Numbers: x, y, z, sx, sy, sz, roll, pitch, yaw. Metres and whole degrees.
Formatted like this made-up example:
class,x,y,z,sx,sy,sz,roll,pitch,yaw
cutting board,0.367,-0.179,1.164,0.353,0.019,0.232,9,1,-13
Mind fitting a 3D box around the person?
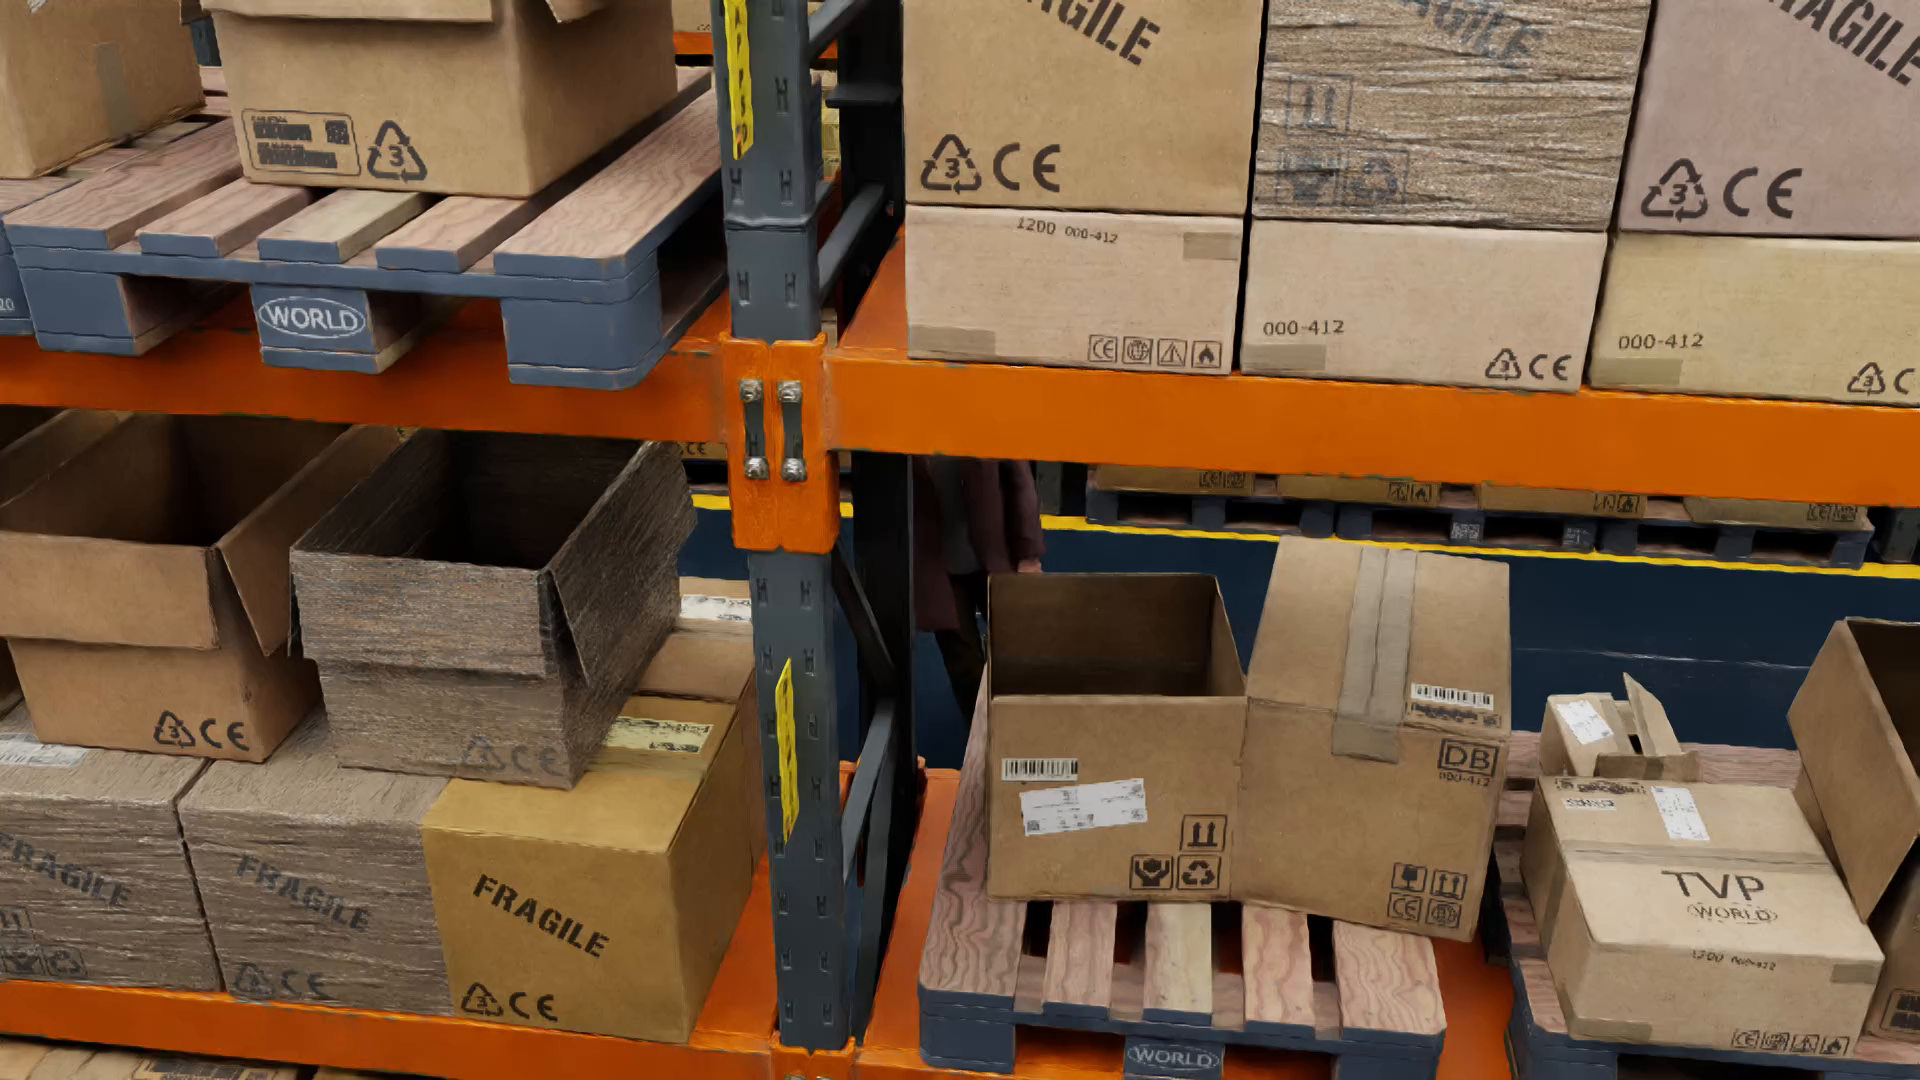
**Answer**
class,x,y,z,sx,sy,sz,roll,pitch,yaw
person,-0.006,0.061,6.072,0.632,1.734,0.713,-1,28,-3
